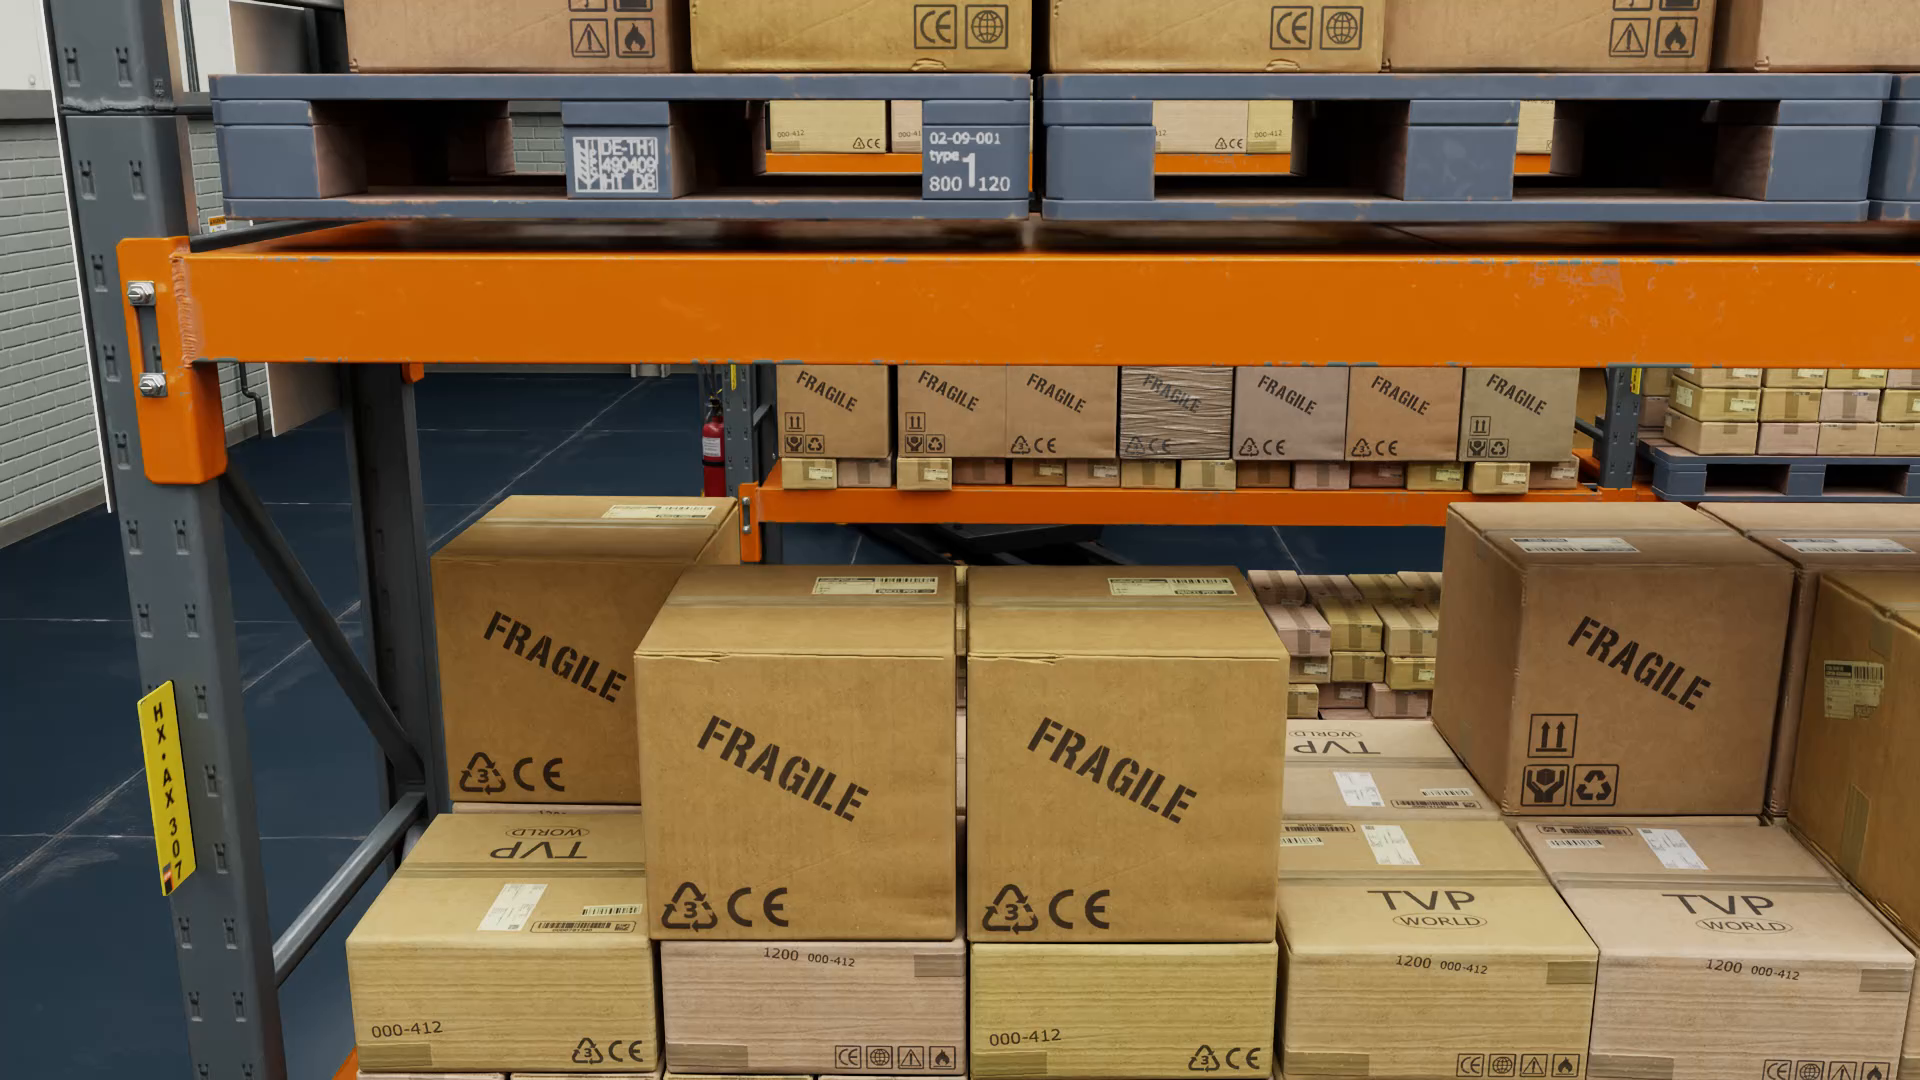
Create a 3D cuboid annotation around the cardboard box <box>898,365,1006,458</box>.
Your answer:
[{"bbox_3d":[-0.024,-0.679,7.753,0.500,0.500,0.500,0,15,2],"label":"cardboard box"}]

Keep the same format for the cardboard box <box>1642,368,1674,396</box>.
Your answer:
[{"bbox_3d":[3.400,-0.804,8.094,0.250,0.149,0.380,1,15,3],"label":"cardboard box"}]

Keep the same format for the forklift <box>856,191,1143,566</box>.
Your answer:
[{"bbox_3d":[0.305,-1.254,10.847,1.130,2.935,3.031,-7,16,-26],"label":"forklift"}]

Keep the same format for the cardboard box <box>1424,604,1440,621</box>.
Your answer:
[{"bbox_3d":[2.378,0.429,7.931,0.250,0.149,0.380,1,15,2],"label":"cardboard box"}]

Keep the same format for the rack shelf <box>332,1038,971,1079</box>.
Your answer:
[{"bbox_3d":[0.770,1.068,3.321,4.000,0.370,1.077,0,15,1],"label":"rack shelf"}]

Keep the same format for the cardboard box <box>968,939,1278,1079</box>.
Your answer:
[{"bbox_3d":[0.265,0.714,2.965,0.500,0.250,0.500,0,15,0],"label":"cardboard box"}]

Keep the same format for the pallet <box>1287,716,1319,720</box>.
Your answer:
[{"bbox_3d":[1.102,0.815,8.338,1.213,0.211,1.003,0,15,1],"label":"pallet"}]

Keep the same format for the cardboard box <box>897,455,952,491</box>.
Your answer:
[{"bbox_3d":[-0.163,-0.343,7.753,0.250,0.149,0.380,0,15,0],"label":"cardboard box"}]

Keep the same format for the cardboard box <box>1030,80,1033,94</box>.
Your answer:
[{"bbox_3d":[0.457,-2.098,7.346,0.500,0.250,0.500,1,15,2],"label":"cardboard box"}]

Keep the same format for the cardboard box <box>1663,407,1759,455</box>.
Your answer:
[{"bbox_3d":[3.379,-0.493,7.496,0.250,0.149,0.380,0,15,-1],"label":"cardboard box"}]

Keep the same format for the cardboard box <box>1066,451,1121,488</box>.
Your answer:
[{"bbox_3d":[0.616,-0.360,7.816,0.250,0.149,0.380,0,15,0],"label":"cardboard box"}]

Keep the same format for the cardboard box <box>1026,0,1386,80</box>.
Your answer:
[{"bbox_3d":[0.369,-1.028,2.760,0.500,0.500,0.700,-1,15,-2],"label":"cardboard box"}]

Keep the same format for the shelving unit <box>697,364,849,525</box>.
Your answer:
[{"bbox_3d":[-1.355,-0.922,12.290,1.083,1.500,0.587,1,21,3],"label":"shelving unit"}]

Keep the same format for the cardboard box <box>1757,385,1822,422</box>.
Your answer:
[{"bbox_3d":[3.638,-0.635,7.454,0.250,0.149,0.380,0,15,0],"label":"cardboard box"}]

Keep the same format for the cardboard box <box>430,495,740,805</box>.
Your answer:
[{"bbox_3d":[-0.736,0.210,3.407,0.500,0.500,0.500,1,15,2],"label":"cardboard box"}]

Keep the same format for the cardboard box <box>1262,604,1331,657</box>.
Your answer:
[{"bbox_3d":[1.599,0.430,7.930,0.250,0.149,0.380,0,15,-1],"label":"cardboard box"}]

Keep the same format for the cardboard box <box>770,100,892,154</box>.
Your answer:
[{"bbox_3d":[-0.560,-1.867,7.449,0.500,0.250,0.500,1,15,3],"label":"cardboard box"}]

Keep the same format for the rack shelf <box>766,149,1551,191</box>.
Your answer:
[{"bbox_3d":[0.997,-1.646,7.731,4.000,0.370,1.077,0,15,1],"label":"rack shelf"}]

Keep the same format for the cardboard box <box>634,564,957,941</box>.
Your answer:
[{"bbox_3d":[-0.257,0.349,2.879,0.500,0.500,0.500,0,15,0],"label":"cardboard box"}]

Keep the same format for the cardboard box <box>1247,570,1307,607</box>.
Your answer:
[{"bbox_3d":[1.616,0.277,8.507,0.250,0.149,0.380,1,15,3],"label":"cardboard box"}]

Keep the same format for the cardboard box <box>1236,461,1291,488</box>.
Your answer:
[{"bbox_3d":[1.397,-0.360,7.816,0.250,0.149,0.380,0,15,1],"label":"cardboard box"}]

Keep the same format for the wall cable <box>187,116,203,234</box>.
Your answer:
[{"bbox_3d":[-6.589,-2.704,14.216,0.122,1.984,0.588,0,15,1],"label":"wall cable"}]

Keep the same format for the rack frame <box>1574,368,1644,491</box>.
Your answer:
[{"bbox_3d":[2.997,-0.531,7.972,0.127,3.000,1.000,0,15,1],"label":"rack frame"}]

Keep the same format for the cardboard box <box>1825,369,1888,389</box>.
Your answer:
[{"bbox_3d":[3.914,-0.778,7.410,0.250,0.149,0.380,1,15,2],"label":"cardboard box"}]

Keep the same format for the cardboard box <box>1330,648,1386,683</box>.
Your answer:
[{"bbox_3d":[1.887,0.557,8.030,0.250,0.149,0.380,1,15,2],"label":"cardboard box"}]

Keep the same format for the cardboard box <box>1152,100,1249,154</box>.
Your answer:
[{"bbox_3d":[0.998,-1.856,7.408,0.500,0.250,0.500,0,15,1],"label":"cardboard box"}]

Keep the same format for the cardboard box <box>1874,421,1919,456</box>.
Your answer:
[{"bbox_3d":[4.157,-0.488,7.478,0.250,0.149,0.380,1,15,2],"label":"cardboard box"}]

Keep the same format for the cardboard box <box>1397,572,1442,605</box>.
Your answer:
[{"bbox_3d":[2.384,0.285,8.479,0.250,0.149,0.380,1,15,4],"label":"cardboard box"}]

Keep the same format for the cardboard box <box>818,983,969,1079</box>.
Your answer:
[{"bbox_3d":[-0.110,0.920,2.967,0.250,0.149,0.380,0,15,1],"label":"cardboard box"}]

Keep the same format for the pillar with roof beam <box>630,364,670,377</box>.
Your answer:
[{"bbox_3d":[-3.636,-5.136,13.667,0.400,9.000,9.100,0,15,1],"label":"pillar with roof beam"}]

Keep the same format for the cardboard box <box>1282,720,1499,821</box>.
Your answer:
[{"bbox_3d":[0.798,0.581,3.470,0.500,0.250,0.500,0,15,2],"label":"cardboard box"}]

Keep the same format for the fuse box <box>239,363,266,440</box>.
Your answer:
[{"bbox_3d":[-6.414,-1.762,15.166,0.414,1.711,0.539,0,15,1],"label":"fuse box"}]

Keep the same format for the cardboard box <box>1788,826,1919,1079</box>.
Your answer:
[{"bbox_3d":[1.804,0.723,2.929,0.500,0.250,0.500,1,15,3],"label":"cardboard box"}]

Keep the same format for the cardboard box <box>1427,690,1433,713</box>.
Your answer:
[{"bbox_3d":[2.338,0.706,8.050,0.250,0.149,0.380,1,15,3],"label":"cardboard box"}]

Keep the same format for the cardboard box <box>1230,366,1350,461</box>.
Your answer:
[{"bbox_3d":[1.490,-0.661,7.688,0.500,0.500,0.500,0,15,1],"label":"cardboard box"}]

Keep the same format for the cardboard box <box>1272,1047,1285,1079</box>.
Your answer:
[{"bbox_3d":[0.655,0.925,2.947,0.250,0.149,0.380,0,15,0],"label":"cardboard box"}]

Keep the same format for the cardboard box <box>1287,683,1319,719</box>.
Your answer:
[{"bbox_3d":[1.561,0.722,7.988,0.250,0.149,0.380,0,15,1],"label":"cardboard box"}]

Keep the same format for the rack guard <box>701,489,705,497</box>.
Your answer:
[{"bbox_3d":[-1.849,-0.342,12.533,0.087,0.250,0.587,1,21,3],"label":"rack guard"}]

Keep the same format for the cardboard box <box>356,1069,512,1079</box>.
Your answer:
[{"bbox_3d":[-0.883,0.915,2.983,0.250,0.149,0.380,1,15,2],"label":"cardboard box"}]

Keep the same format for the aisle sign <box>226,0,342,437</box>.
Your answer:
[{"bbox_3d":[-1.294,-0.627,3.239,0.004,0.787,0.394,0,15,1],"label":"aisle sign"}]

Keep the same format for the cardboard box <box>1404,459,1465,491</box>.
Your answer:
[{"bbox_3d":[2.179,-0.342,7.750,0.250,0.149,0.380,1,15,4],"label":"cardboard box"}]

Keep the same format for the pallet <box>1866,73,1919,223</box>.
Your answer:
[{"bbox_3d":[1.951,-0.682,2.839,1.213,0.211,1.003,0,15,1],"label":"pallet"}]

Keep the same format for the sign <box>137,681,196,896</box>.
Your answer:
[{"bbox_3d":[-1.250,0.392,2.622,0.005,0.325,0.100,0,15,1],"label":"sign"}]
